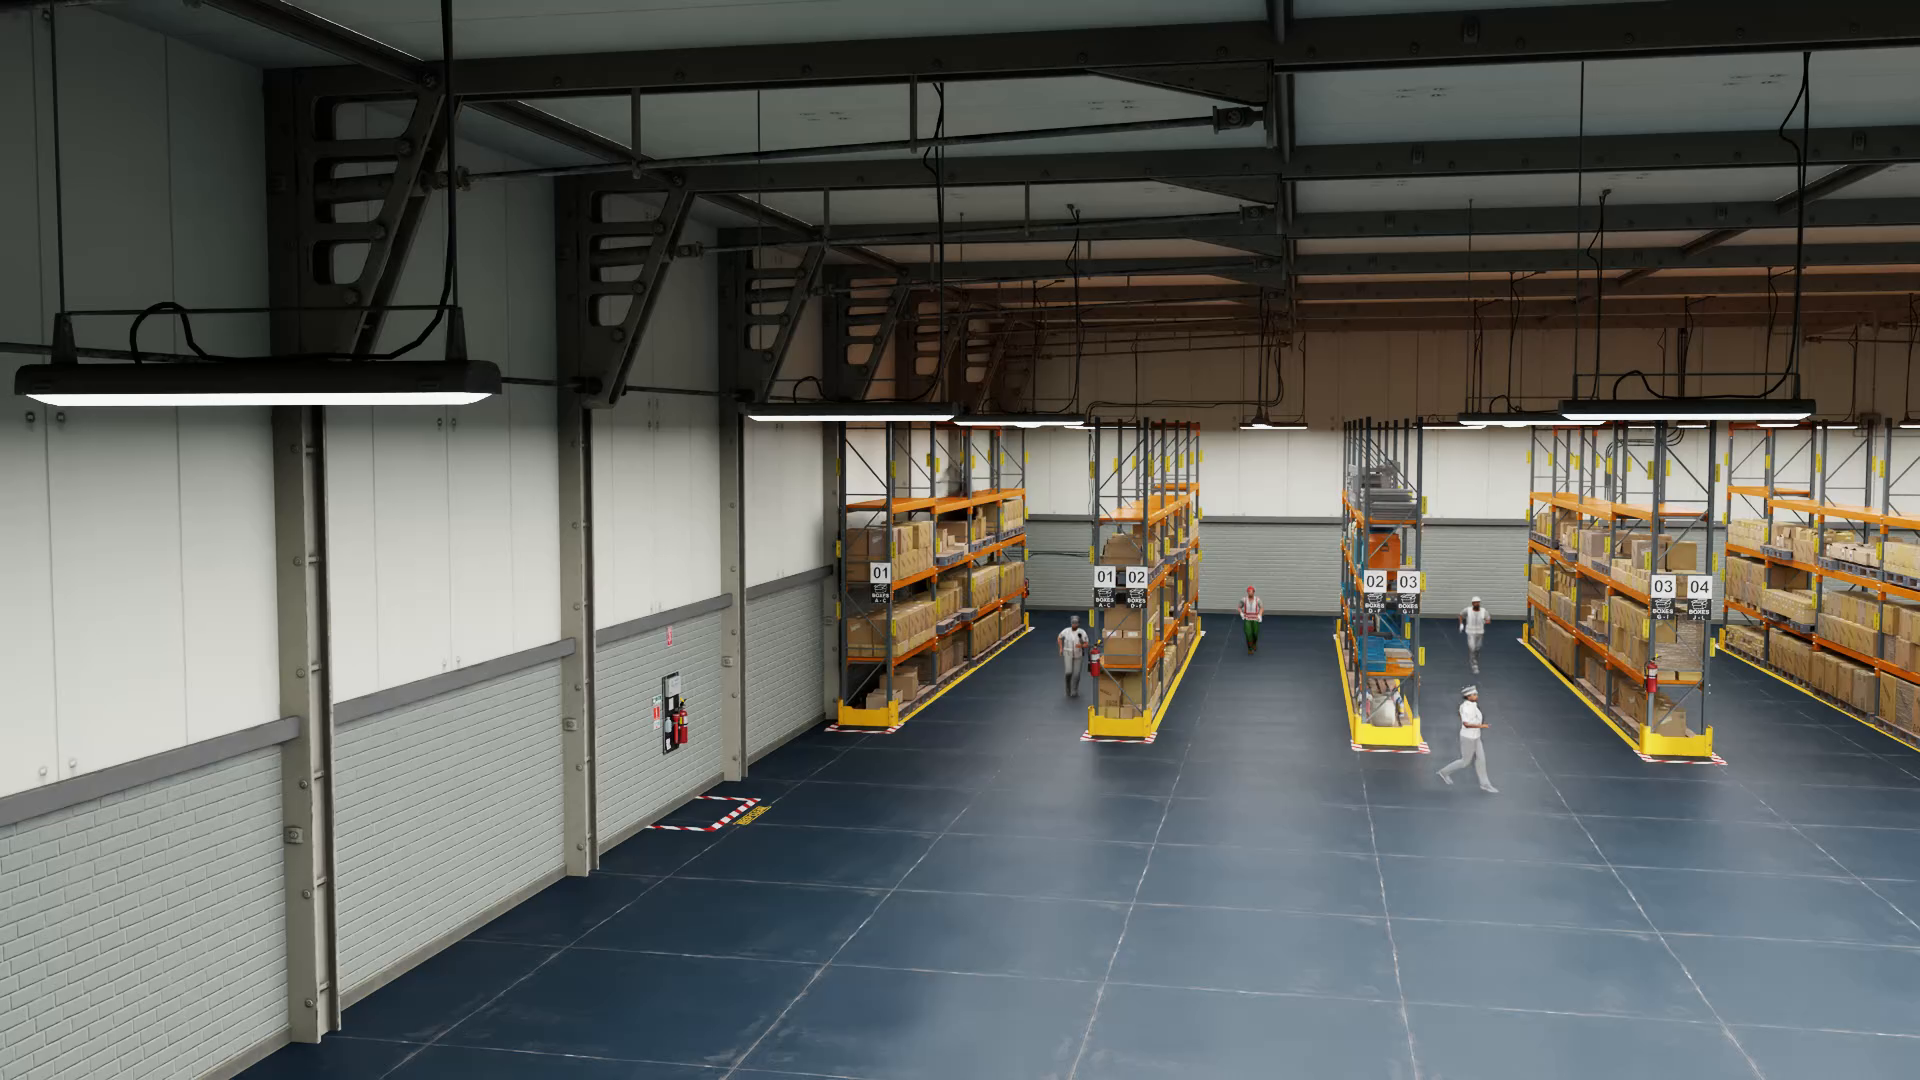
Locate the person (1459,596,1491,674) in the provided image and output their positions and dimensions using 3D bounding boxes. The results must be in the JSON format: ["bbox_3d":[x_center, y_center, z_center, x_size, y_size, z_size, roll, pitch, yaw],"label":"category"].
[{"bbox_3d":[12.262,2.234,39.575,0.674,1.802,0.957,0,4,2],"label":"person"}]

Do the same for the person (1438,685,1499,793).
[{"bbox_3d":[8.092,3.145,26.416,0.924,1.698,0.579,2,4,30],"label":"person"}]

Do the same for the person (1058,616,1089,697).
[{"bbox_3d":[2.447,2.513,35.877,0.652,1.773,0.653,0,4,1],"label":"person"}]

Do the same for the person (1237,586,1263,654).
[{"bbox_3d":[7.478,2.066,42.865,0.661,1.746,0.586,1,4,9],"label":"person"}]
